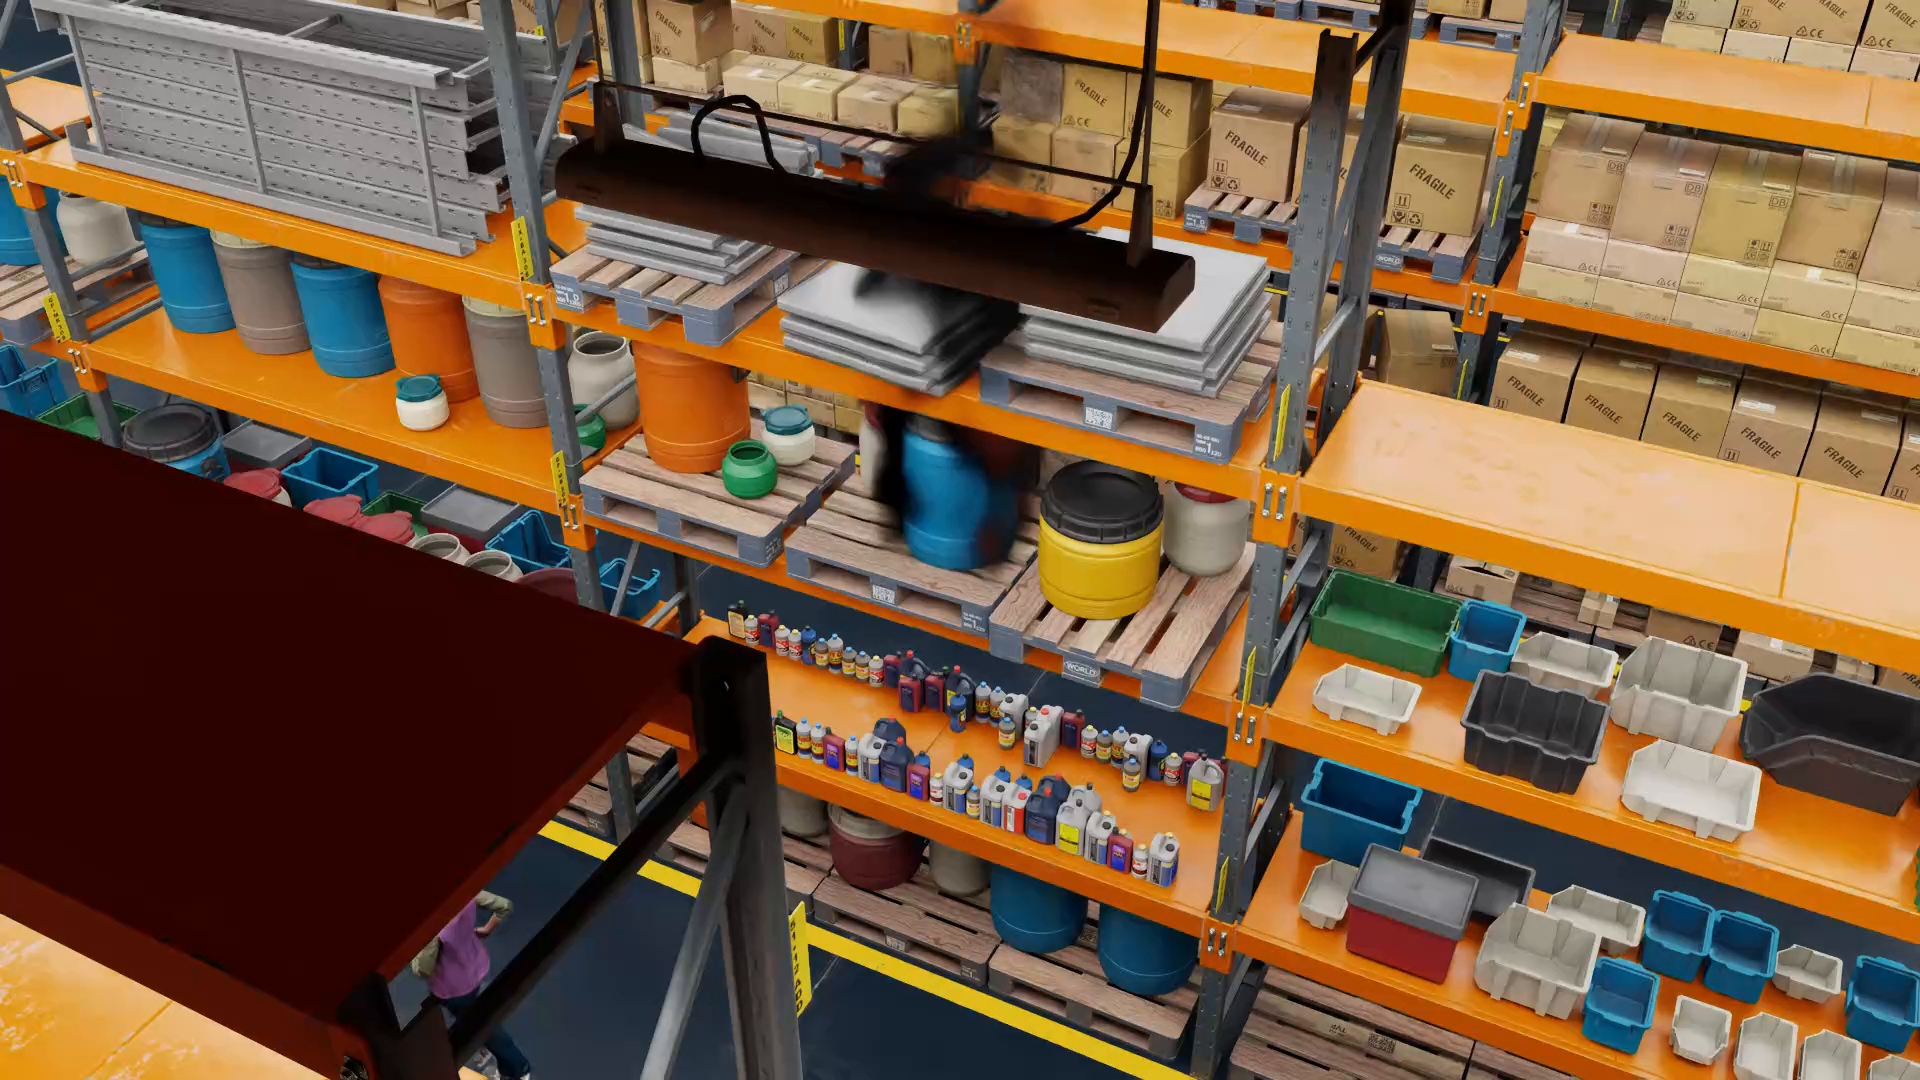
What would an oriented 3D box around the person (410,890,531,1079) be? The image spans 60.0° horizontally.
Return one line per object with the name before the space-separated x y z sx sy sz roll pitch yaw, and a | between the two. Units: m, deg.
person | -2.639 2.285 8.734 0.646 1.631 0.506 7 36 10
